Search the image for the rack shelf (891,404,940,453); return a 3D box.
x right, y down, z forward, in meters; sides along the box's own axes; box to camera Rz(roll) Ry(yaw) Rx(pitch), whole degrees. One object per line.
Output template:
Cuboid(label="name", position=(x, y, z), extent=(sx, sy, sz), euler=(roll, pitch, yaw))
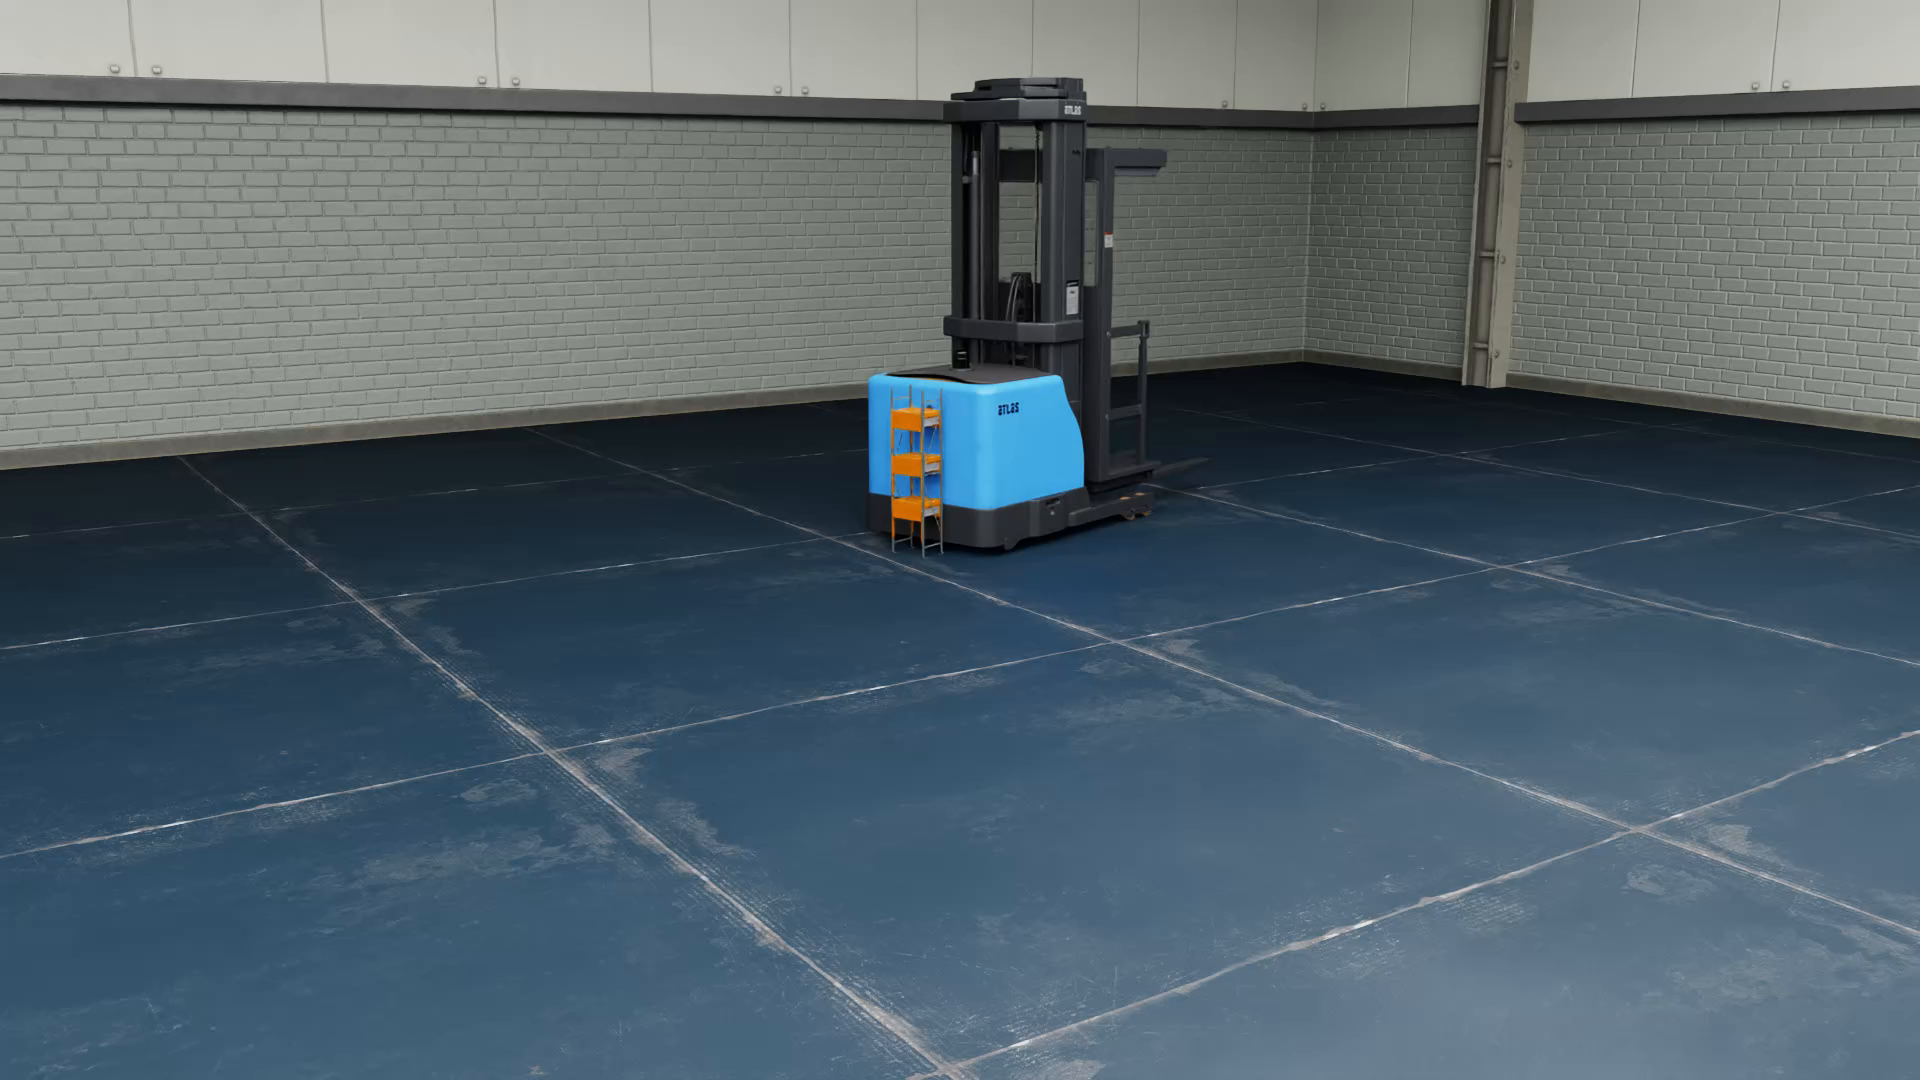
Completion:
Cuboid(label="rack shelf", position=(-0.268, -0.692, 10.290), extent=(0.240, 0.259, 0.215), euler=(9, 15, 37))

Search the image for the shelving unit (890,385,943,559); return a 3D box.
Cuboid(label="shelving unit", position=(-0.268, -0.425, 10.348), extent=(0.252, 1.050, 0.215), euler=(9, 15, 37))

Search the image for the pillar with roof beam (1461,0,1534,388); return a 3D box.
Cuboid(label="pillar with roof beam", position=(2.364, -5.639, 15.582), extent=(9.100, 9.000, 0.400), euler=(-8, 15, -33))

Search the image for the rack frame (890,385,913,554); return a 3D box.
Cuboid(label="rack frame", position=(-0.364, -0.441, 10.421), extent=(0.008, 1.050, 0.200), euler=(9, 15, 37))

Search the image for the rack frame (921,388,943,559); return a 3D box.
Cuboid(label="rack frame", position=(-0.171, -0.409, 10.275), extent=(0.008, 1.050, 0.200), euler=(9, 15, 37))

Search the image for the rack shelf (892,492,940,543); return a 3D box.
Cuboid(label="rack shelf", position=(-0.268, -0.143, 10.410), extent=(0.240, 0.259, 0.215), euler=(9, 15, 37))

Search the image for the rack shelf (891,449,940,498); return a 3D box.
Cuboid(label="rack shelf", position=(-0.268, -0.415, 10.351), extent=(0.240, 0.259, 0.215), euler=(9, 15, 37))

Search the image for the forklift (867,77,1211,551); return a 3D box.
Cuboid(label="forklift", position=(0.704, -1.625, 11.433), extent=(1.130, 2.935, 3.031), euler=(10, 16, 38))
